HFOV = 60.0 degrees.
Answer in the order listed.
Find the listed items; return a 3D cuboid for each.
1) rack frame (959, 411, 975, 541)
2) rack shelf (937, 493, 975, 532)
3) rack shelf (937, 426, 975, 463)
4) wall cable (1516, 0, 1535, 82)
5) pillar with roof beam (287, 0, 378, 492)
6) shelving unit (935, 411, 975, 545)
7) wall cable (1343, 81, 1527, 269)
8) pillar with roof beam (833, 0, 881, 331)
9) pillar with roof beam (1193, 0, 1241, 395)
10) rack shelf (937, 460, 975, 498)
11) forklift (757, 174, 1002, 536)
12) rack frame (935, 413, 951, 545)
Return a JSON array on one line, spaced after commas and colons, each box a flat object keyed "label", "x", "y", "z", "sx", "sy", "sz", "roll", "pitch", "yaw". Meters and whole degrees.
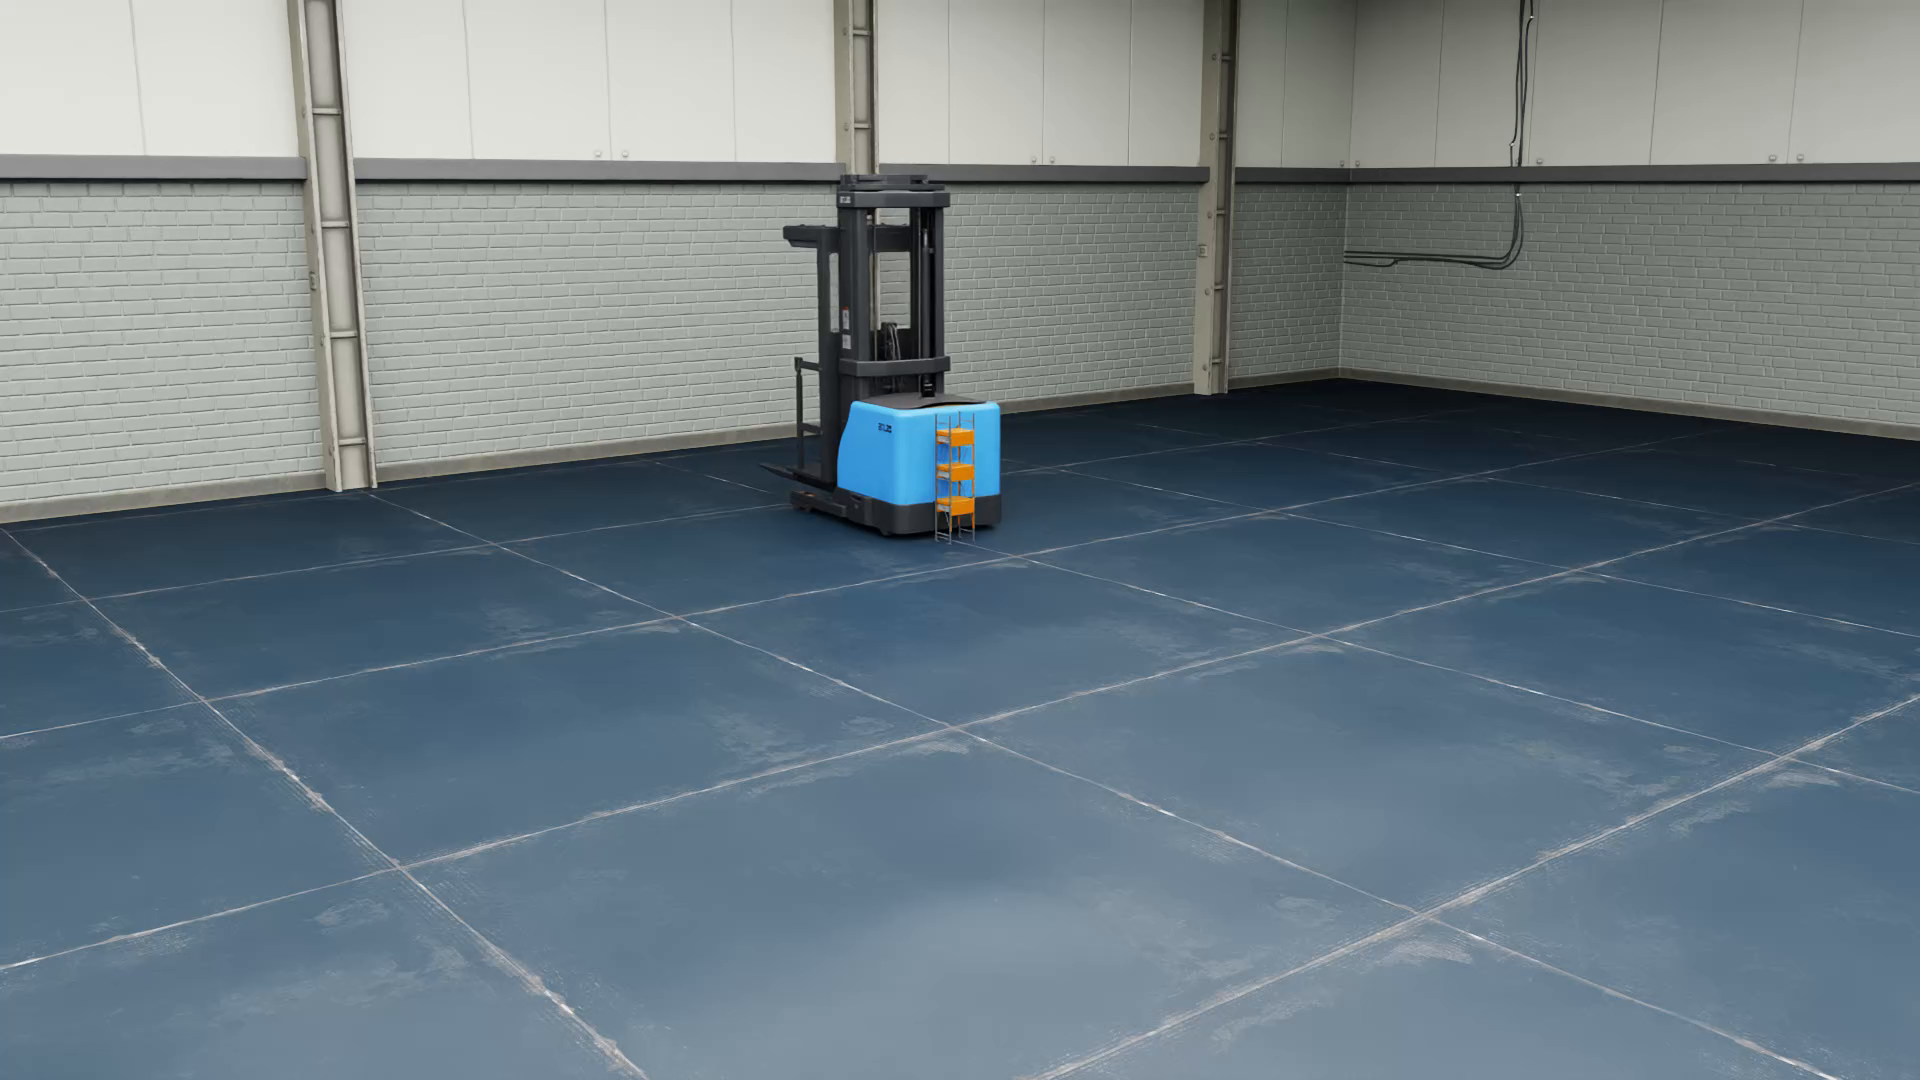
[{"label": "rack frame", "x": 0.053, "y": -0.522, "z": 13.562, "sx": 0.008, "sy": 1.050, "sz": 0.200, "roll": -9, "pitch": 15, "yaw": -38}, {"label": "rack shelf", "x": -0.042, "y": -0.224, "z": 13.547, "sx": 0.240, "sy": 0.259, "sz": 0.215, "roll": -9, "pitch": 15, "yaw": -38}, {"label": "rack shelf", "x": -0.042, "y": -0.774, "z": 13.430, "sx": 0.240, "sy": 0.259, "sz": 0.215, "roll": -9, "pitch": 15, "yaw": -38}, {"label": "wall cable", "x": 8.328, "y": -7.146, "z": 20.936, "sx": 0.112, "sy": 2.526, "sz": 3.097, "roll": -9, "pitch": 15, "yaw": -38}, {"label": "pillar with roof beam", "x": -3.169, "y": -4.210, "z": 11.793, "sx": 0.400, "sy": 9.000, "sz": 9.100, "roll": -9, "pitch": 15, "yaw": -38}, {"label": "shelving unit", "x": -0.042, "y": -0.507, "z": 13.487, "sx": 0.252, "sy": 1.050, "sz": 0.215, "roll": -9, "pitch": 15, "yaw": -38}, {"label": "wall cable", "x": 6.638, "y": -5.115, "z": 23.527, "sx": 0.112, "sy": 2.526, "sz": 3.097, "roll": -9, "pitch": 15, "yaw": -38}, {"label": "pillar with roof beam", "x": 1.516, "y": -4.989, "z": 15.459, "sx": 0.400, "sy": 9.000, "sz": 9.100, "roll": -9, "pitch": 15, "yaw": -38}, {"label": "pillar with roof beam", "x": 6.201, "y": -5.768, "z": 19.126, "sx": 0.400, "sy": 9.000, "sz": 9.100, "roll": -9, "pitch": 15, "yaw": -38}, {"label": "rack shelf", "x": -0.042, "y": -0.496, "z": 13.489, "sx": 0.240, "sy": 0.259, "sz": 0.215, "roll": -9, "pitch": 15, "yaw": -38}, {"label": "forklift", "x": -0.863, "y": -1.725, "z": 14.697, "sx": 1.130, "sy": 2.935, "sz": 3.031, "roll": -8, "pitch": 14, "yaw": -32}, {"label": "rack frame", "x": -0.137, "y": -0.491, "z": 13.412, "sx": 0.008, "sy": 1.050, "sz": 0.200, "roll": -9, "pitch": 15, "yaw": -38}]
